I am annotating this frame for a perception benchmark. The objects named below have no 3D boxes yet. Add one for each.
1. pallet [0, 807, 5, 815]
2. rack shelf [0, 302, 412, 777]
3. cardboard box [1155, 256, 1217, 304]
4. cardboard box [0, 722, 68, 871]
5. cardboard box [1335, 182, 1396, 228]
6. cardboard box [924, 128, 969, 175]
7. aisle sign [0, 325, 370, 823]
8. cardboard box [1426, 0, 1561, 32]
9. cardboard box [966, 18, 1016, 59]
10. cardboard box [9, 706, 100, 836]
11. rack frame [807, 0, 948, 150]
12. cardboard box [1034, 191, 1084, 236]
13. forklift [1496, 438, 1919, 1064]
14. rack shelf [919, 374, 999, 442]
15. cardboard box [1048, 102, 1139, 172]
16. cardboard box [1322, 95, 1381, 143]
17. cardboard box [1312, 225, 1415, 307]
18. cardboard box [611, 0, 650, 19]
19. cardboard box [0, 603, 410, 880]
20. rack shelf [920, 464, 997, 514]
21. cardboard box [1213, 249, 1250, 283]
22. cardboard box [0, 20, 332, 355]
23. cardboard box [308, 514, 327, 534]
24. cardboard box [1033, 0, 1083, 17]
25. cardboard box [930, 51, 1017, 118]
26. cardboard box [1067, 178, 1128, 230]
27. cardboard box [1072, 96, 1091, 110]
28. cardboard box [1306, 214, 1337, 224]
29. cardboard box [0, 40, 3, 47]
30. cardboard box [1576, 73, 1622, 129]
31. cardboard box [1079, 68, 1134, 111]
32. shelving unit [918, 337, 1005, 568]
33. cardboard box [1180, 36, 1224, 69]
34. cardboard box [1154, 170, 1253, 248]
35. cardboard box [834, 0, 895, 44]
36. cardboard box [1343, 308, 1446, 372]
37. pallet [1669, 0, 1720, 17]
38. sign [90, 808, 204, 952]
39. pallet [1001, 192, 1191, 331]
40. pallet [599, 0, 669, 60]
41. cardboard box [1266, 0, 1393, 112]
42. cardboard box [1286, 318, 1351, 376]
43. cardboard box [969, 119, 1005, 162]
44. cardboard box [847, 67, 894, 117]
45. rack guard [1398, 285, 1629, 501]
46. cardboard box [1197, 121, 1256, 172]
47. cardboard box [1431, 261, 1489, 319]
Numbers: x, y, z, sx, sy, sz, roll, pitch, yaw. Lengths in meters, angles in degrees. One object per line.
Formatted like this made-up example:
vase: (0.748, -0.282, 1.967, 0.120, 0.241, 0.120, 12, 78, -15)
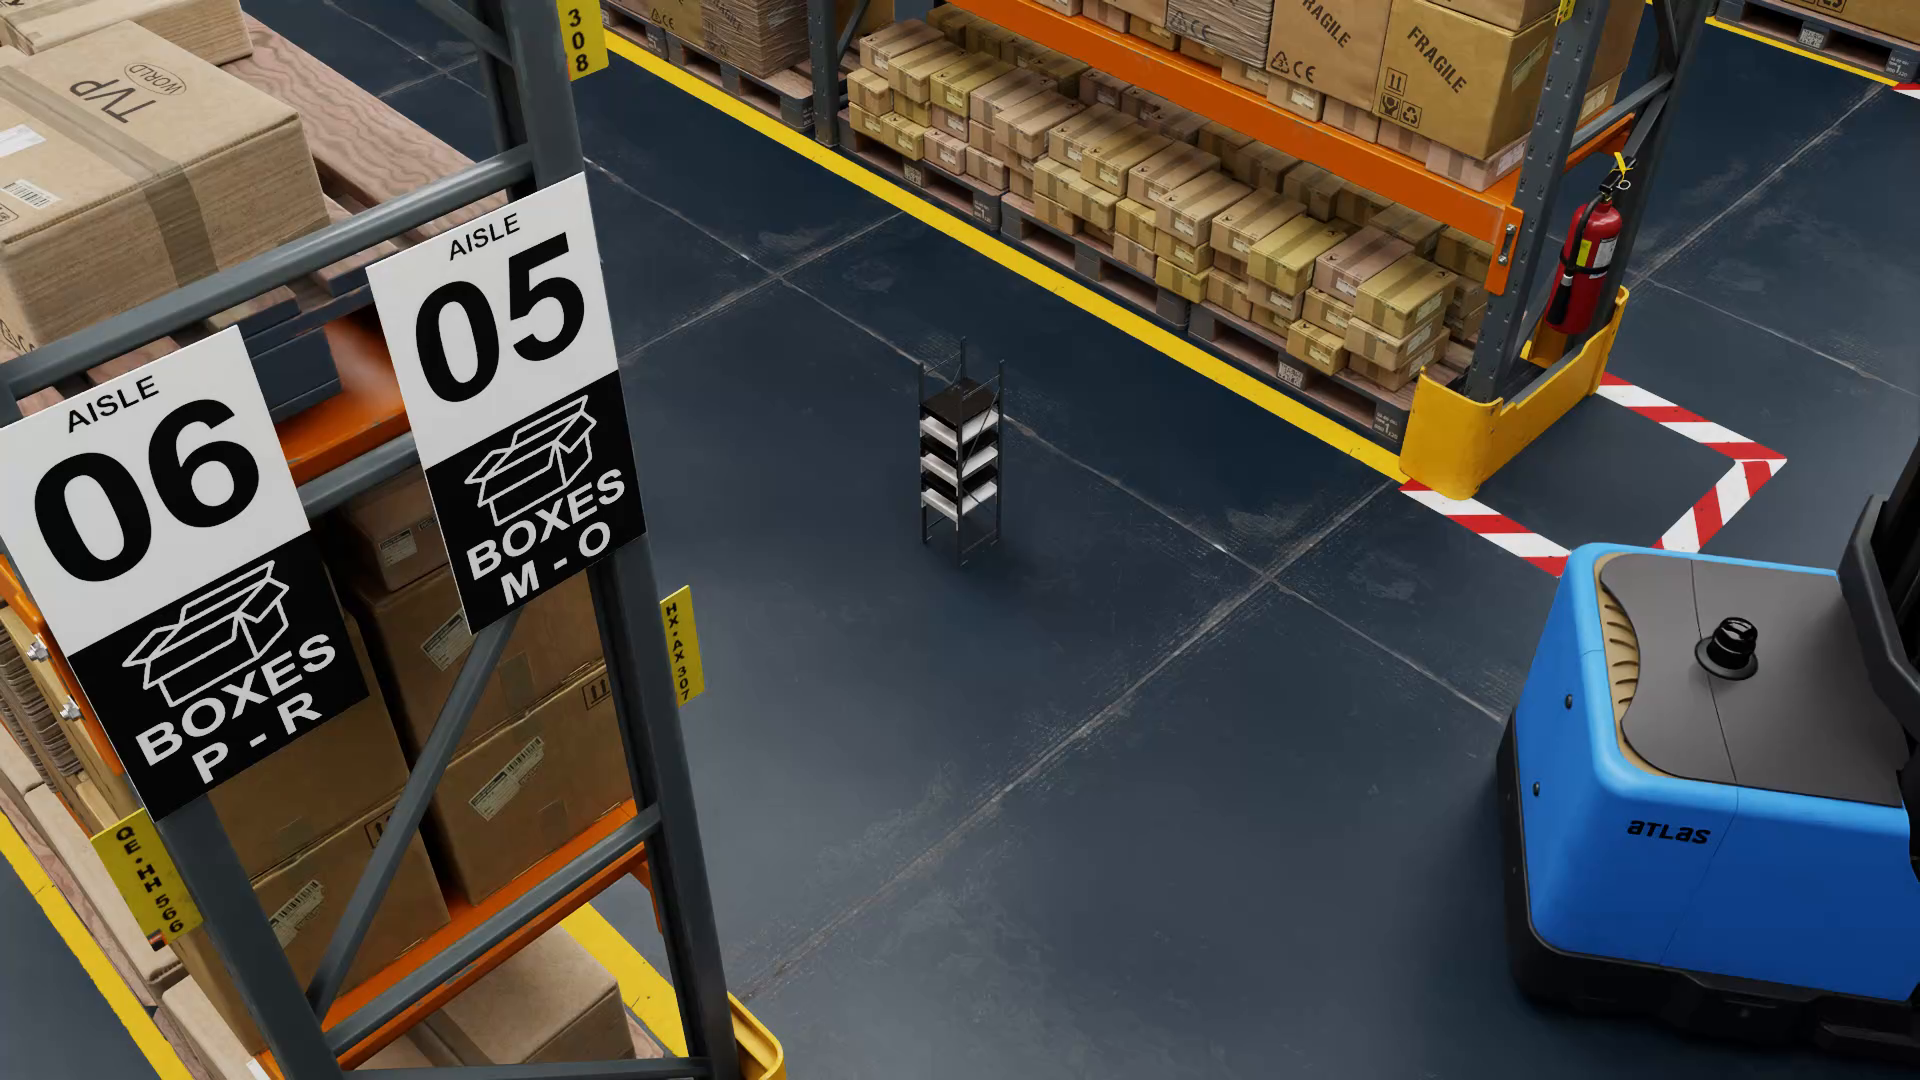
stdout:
pallet: (-3.347, 0.353, 6.212, 1.003, 0.211, 1.213, -34, 53, -31)
rack shelf: (-2.416, -0.950, 3.888, 1.077, 0.370, 4.000, -34, 53, -31)
cardboard box: (1.123, -1.281, 7.717, 0.250, 0.149, 0.380, 32, 51, 30)
cardboard box: (-2.829, 0.496, 5.581, 0.875, 0.438, 0.875, 33, 52, 30)
cardboard box: (1.933, -1.570, 7.592, 0.250, 0.149, 0.380, 34, 53, 31)
cardboard box: (0.035, -2.050, 8.550, 0.250, 0.149, 0.380, 34, 52, 31)
aisle sign: (-1.173, 0.077, 2.541, 0.394, 0.787, 0.004, -34, 53, -31)
cardboard box: (1.930, -2.186, 5.876, 0.500, 0.500, 0.500, 33, 52, 31)
cardboard box: (0.249, -2.670, 8.782, 0.380, 0.149, 0.250, -33, 52, -31)
cardboard box: (-1.876, 0.458, 3.970, 0.500, 0.500, 0.500, 33, 52, 31)
rack frame: (-0.395, -3.495, 8.322, 1.000, 3.000, 0.127, -34, 53, -31)
cardboard box: (0.579, -1.669, 8.137, 0.250, 0.149, 0.380, 33, 52, 30)
forklift: (3.288, 0.211, 4.362, 3.031, 2.935, 1.130, 7, 43, 8)
rack shelf: (0.006, -0.500, 6.280, 0.258, 0.077, 0.200, -34, 53, -31)
cardboard box: (0.640, -1.930, 7.981, 0.250, 0.149, 0.380, 32, 51, 30)
cardboard box: (1.662, -1.752, 6.621, 0.250, 0.149, 0.380, 34, 52, 31)
cardboard box: (1.739, -1.179, 7.169, 0.380, 0.149, 0.250, -33, 52, -31)
cardboard box: (-1.818, -3.461, 9.818, 0.500, 0.500, 0.500, 33, 52, 31)
cardboard box: (-1.513, 0.327, 3.376, 0.500, 0.500, 0.500, -32, 52, -30)
rack shelf: (0.006, -0.236, 6.524, 0.258, 0.077, 0.200, -34, 53, -31)
cardboard box: (1.369, -1.333, 7.555, 0.250, 0.149, 0.380, 34, 52, 31)
cardboard box: (-1.385, -0.562, 2.665, 0.500, 0.250, 0.500, 29, 50, 28)
cardboard box: (-1.294, -0.189, 3.456, 0.380, 0.149, 0.250, -33, 52, -30)
cardboard box: (0.537, -2.500, 7.430, 0.380, 0.149, 0.250, -32, 51, -30)
cardboard box: (0.067, -2.297, 8.378, 0.250, 0.149, 0.380, 33, 52, 31)
cardboard box: (0.730, -1.648, 7.896, 0.380, 0.149, 0.250, -34, 52, -31)
cardboard box: (0.755, -2.187, 8.479, 0.380, 0.149, 0.250, -33, 52, -30)
cardboard box: (1.748, -1.573, 7.814, 0.380, 0.149, 0.250, -32, 52, -30)
cardboard box: (-2.026, -1.155, 3.262, 0.500, 0.311, 0.500, -33, 52, -31)
cardboard box: (2.433, -1.793, 6.665, 0.250, 0.149, 0.380, 34, 52, 31)
cardboard box: (0.814, -2.306, 8.388, 0.250, 0.149, 0.380, 32, 51, 30)
shelving unit: (0.006, -0.327, 6.440, 0.258, 0.900, 0.210, -34, 53, -31)
cardboard box: (1.152, -2.163, 7.065, 0.250, 0.149, 0.380, 32, 51, 30)
cardboard box: (1.099, -1.500, 7.516, 0.380, 0.149, 0.250, -32, 52, -30)
cardboard box: (-0.729, -3.213, 9.549, 0.500, 0.500, 0.500, -32, 51, -30)
cardboard box: (1.855, -0.906, 7.092, 0.250, 0.149, 0.380, 33, 52, 30)
pallet: (4.535, -3.810, 10.718, 1.003, 0.211, 1.213, -34, 53, -31)
sign: (-1.398, 0.590, 2.874, 0.100, 0.325, 0.005, -34, 53, -31)
pallet: (0.970, -1.578, 8.303, 1.003, 0.211, 1.213, -34, 53, -31)
pallet: (-1.812, -3.430, 10.307, 1.003, 0.211, 1.213, -34, 53, -31)
cardboard box: (1.570, -2.061, 6.477, 0.500, 0.500, 0.500, 33, 52, 31)
cardboard box: (1.657, -0.908, 7.313, 0.380, 0.149, 0.250, -32, 52, -30)
cardboard box: (0.262, -2.074, 8.356, 0.250, 0.149, 0.380, 32, 51, 30)
cardboard box: (-0.366, -2.384, 8.691, 0.380, 0.149, 0.250, -32, 51, -30)
rack guard: (2.376, -0.691, 7.129, 1.175, 0.500, 0.348, -34, 53, -31)
cardboard box: (1.357, -1.936, 7.988, 0.380, 0.149, 0.250, -33, 52, -31)
cardboard box: (2.241, -1.164, 7.371, 0.380, 0.149, 0.250, -32, 51, -30)
